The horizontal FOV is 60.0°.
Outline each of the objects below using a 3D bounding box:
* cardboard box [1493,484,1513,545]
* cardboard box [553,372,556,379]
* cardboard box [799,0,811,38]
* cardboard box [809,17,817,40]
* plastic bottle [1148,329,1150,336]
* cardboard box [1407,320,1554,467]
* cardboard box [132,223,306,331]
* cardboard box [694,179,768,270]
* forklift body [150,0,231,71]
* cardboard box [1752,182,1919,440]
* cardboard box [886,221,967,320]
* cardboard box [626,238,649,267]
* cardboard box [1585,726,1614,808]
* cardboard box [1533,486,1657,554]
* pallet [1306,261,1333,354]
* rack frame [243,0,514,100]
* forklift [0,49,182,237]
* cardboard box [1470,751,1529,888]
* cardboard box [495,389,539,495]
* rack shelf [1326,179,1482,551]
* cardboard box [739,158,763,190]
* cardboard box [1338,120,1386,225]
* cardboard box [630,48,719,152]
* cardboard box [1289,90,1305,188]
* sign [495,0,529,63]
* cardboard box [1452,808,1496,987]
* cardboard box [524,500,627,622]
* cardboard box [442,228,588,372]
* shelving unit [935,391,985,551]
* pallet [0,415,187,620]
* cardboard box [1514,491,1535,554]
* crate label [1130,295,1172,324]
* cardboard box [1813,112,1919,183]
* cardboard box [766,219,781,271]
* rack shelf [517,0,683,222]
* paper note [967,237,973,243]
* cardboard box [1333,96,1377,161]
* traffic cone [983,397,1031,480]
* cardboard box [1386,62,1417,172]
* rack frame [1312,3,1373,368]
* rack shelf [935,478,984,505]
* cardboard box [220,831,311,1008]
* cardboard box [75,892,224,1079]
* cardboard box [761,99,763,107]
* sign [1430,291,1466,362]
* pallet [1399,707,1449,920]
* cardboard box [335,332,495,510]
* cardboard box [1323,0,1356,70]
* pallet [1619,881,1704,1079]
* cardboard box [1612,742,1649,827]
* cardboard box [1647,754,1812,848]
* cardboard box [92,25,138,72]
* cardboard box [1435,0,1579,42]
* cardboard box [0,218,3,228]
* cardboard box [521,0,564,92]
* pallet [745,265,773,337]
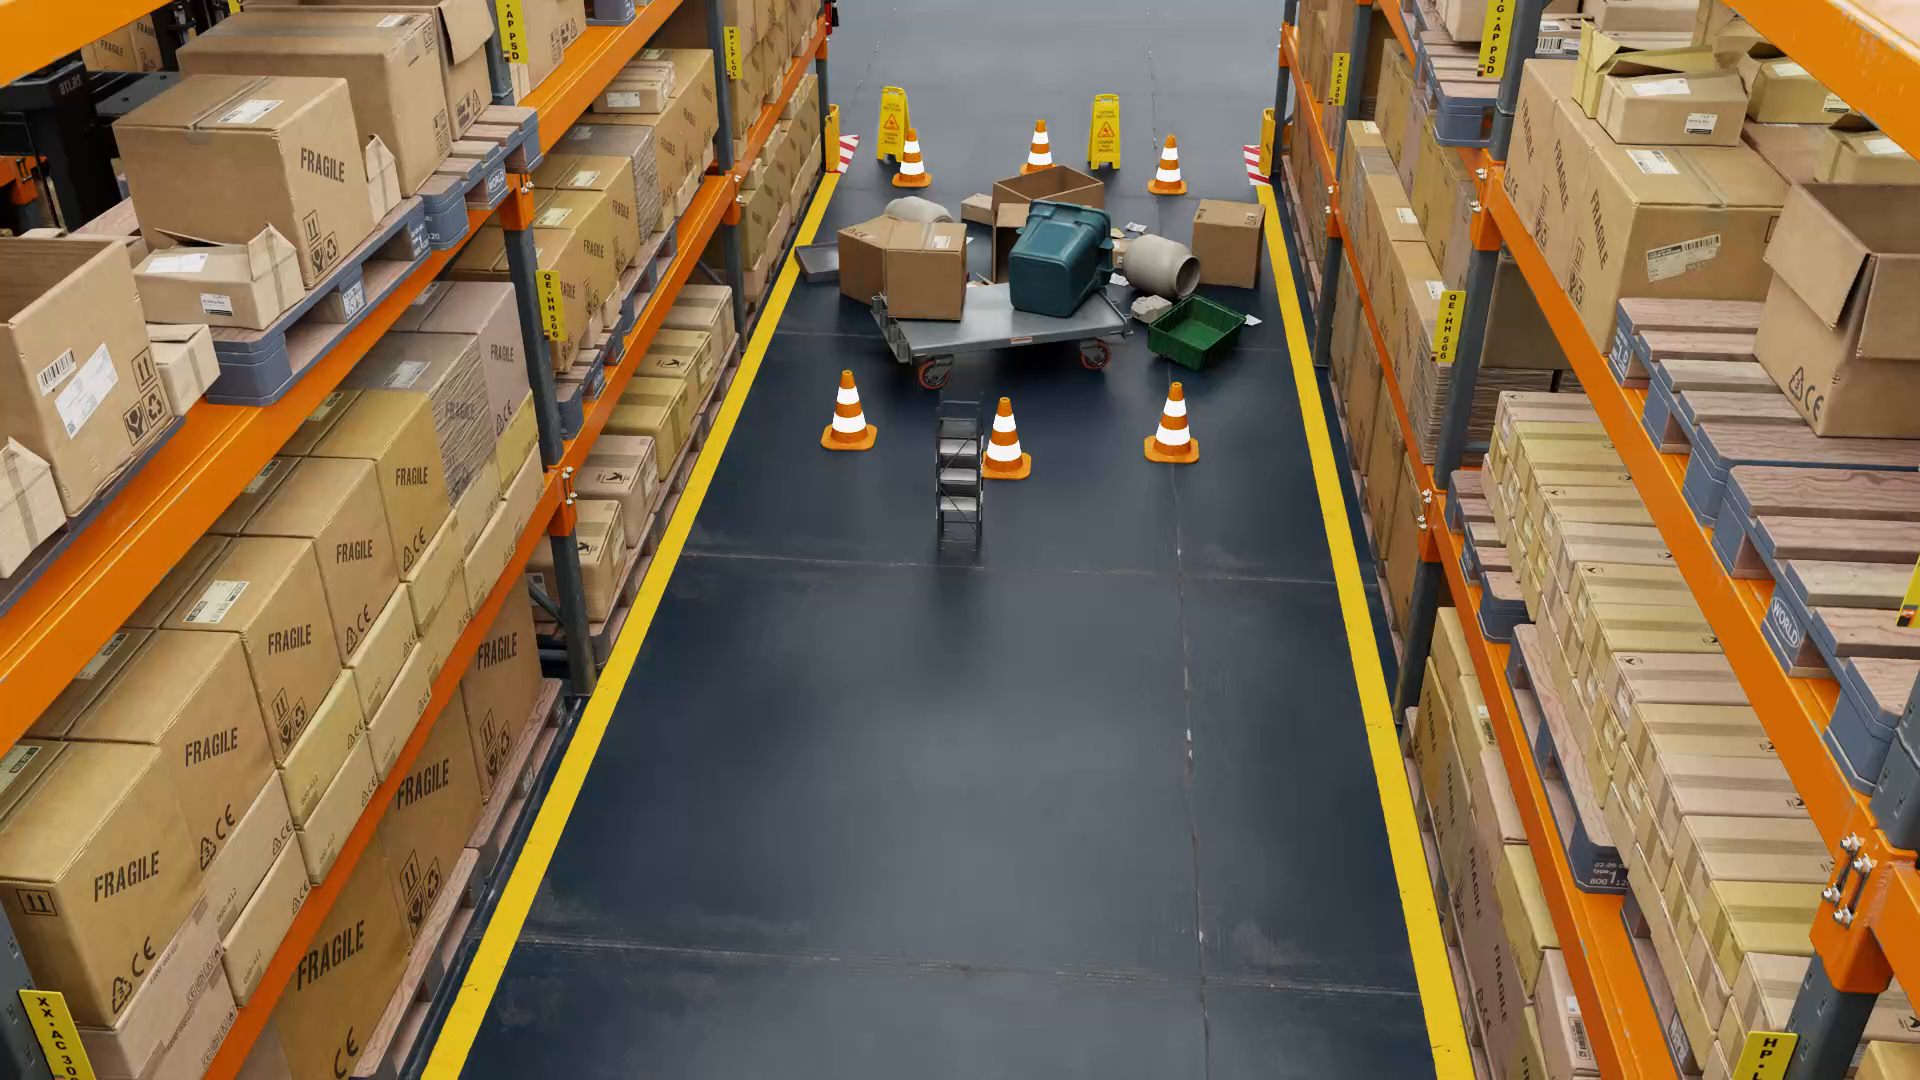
[{"bbox_3d":[2.357,-0.092,6.659,0.380,0.149,0.250,4,32,6],"label":"cardboard box"},{"bbox_3d":[-2.113,-0.778,7.773,0.380,0.149,0.250,1,32,1],"label":"cardboard box"},{"bbox_3d":[-1.489,-4.339,13.334,0.500,0.500,0.500,3,32,4],"label":"cardboard box"},{"bbox_3d":[-1.401,-4.279,13.853,0.380,0.149,0.250,2,32,3],"label":"cardboard box"},{"bbox_3d":[1.461,-1.435,11.801,0.133,0.061,0.283,-14,34,-21],"label":"plastic bottle"},{"bbox_3d":[2.386,-0.675,7.671,0.500,0.500,0.500,2,32,4],"label":"cardboard box"},{"bbox_3d":[-2.153,-0.792,4.824,0.396,0.266,0.258,5,32,8],"label":"cardboard box"},{"bbox_3d":[-1.682,-2.260,11.845,0.500,0.500,0.500,4,32,6],"label":"cardboard box"},{"bbox_3d":[-4.957,-3.507,13.170,2.313,2.155,1.214,2,32,4],"label":"forklift body"},{"bbox_3d":[2.548,-0.596,4.280,0.797,0.503,0.637,2,32,3],"label":"cardboard box"},{"bbox_3d":[-0.223,-1.834,11.307,0.500,0.500,0.500,2,32,4],"label":"cardboard box"},{"bbox_3d":[-1.934,-1.621,9.141,0.380,0.149,0.250,3,32,6],"label":"cardboard box"},{"bbox_3d":[2.229,0.737,5.315,0.380,0.149,0.250,4,32,6],"label":"cardboard box"},{"bbox_3d":[2.320,-0.070,6.057,0.380,0.149,0.250,1,32,2],"label":"cardboard box"},{"bbox_3d":[3.082,-1.684,12.062,1.003,0.211,1.213,2,32,4],"label":"pallet"},{"bbox_3d":[-2.325,-3.098,5.980,1.000,3.000,0.127,2,32,4],"label":"rack frame"},{"bbox_3d":[-4.583,-1.381,8.977,1.130,2.935,3.031,3,32,4],"label":"forklift"},{"bbox_3d":[2.225,1.054,6.228,0.500,0.250,0.500,3,32,4],"label":"cardboard box"},{"bbox_3d":[-2.111,-0.429,7.034,0.500,0.250,0.500,2,32,4],"label":"cardboard box"},{"bbox_3d":[2.779,-1.125,9.183,1.077,0.370,4.000,2,32,4],"label":"rack shelf"},{"bbox_3d":[-1.612,-2.599,11.776,0.380,0.149,0.250,3,32,5],"label":"cardboard box"},{"bbox_3d":[2.631,-2.256,10.237,0.500,0.500,0.500,3,32,5],"label":"cardboard box"},{"bbox_3d":[-1.808,-2.732,10.326,0.500,0.500,0.500,2,32,3],"label":"cardboard box"},{"bbox_3d":[3.279,-3.486,13.952,0.875,0.875,0.875,3,32,4],"label":"cardboard box"},{"bbox_3d":[-1.773,-2.047,6.565,0.100,0.325,0.005,2,32,4],"label":"sign"},{"bbox_3d":[2.230,1.390,6.397,0.500,0.500,0.500,2,32,3],"label":"cardboard box"},{"bbox_3d":[-2.269,0.101,8.612,0.950,0.372,0.625,0,32,1],"label":"cardboard box"},{"bbox_3d":[-2.058,-1.118,7.706,0.500,0.500,0.500,2,32,3],"label":"cardboard box"},{"bbox_3d":[-0.001,-0.379,9.287,0.258,0.900,0.210,2,32,4],"label":"shelving unit"},{"bbox_3d":[-2.625,-0.130,4.205,0.805,0.209,1.217,1,32,2],"label":"pallet"},{"bbox_3d":[2.339,-0.058,6.321,0.380,0.149,0.250,2,32,2],"label":"cardboard box"},{"bbox_3d":[1.400,-1.677,12.120,0.298,0.136,0.250,-20,37,-29],"label":"crate label"},{"bbox_3d":[2.758,-1.135,4.829,0.396,0.266,0.258,2,32,4],"label":"cardboard box"},{"bbox_3d":[-1.650,-2.221,12.495,0.500,0.250,0.500,4,32,7],"label":"cardboard box"},{"bbox_3d":[-2.162,-2.561,8.653,1.077,0.370,4.000,2,32,4],"label":"rack shelf"},{"bbox_3d":[0.014,-2.441,13.474,0.148,0.019,0.142,14,34,21],"label":"paper note"},{"bbox_3d":[2.960,-2.734,10.965,0.875,0.550,0.550,2,32,4],"label":"cardboard box"},{"bbox_3d":[0.268,-0.653,10.149,0.336,0.463,0.334,2,32,4],"label":"traffic cone"},{"bbox_3d":[2.868,-2.417,9.544,0.700,0.500,0.500,2,32,3],"label":"cardboard box"},{"bbox_3d":[2.942,-2.477,10.691,1.000,3.000,0.127,2,32,4],"label":"rack frame"},{"bbox_3d":[-0.001,-0.274,9.352,0.258,0.077,0.200,2,32,4],"label":"rack shelf"},{"bbox_3d":[-2.311,1.122,4.994,0.500,0.250,0.500,2,32,3],"label":"cardboard box"},{"bbox_3d":[-2.334,1.180,4.422,0.500,0.250,0.500,2,32,3],"label":"cardboard box"},{"bbox_3d":[-1.649,-3.223,12.140,0.380,0.149,0.250,2,32,4],"label":"cardboard box"},{"bbox_3d":[2.063,-0.900,7.029,0.100,0.325,0.005,2,32,4],"label":"sign"},{"bbox_3d":[2.552,1.210,7.366,1.003,0.211,1.213,2,32,4],"label":"pallet"},{"bbox_3d":[-2.140,-0.462,6.373,0.500,0.500,0.500,3,32,5],"label":"cardboard box"},{"bbox_3d":[2.936,-3.485,11.154,0.875,0.550,0.550,2,32,4],"label":"cardboard box"},{"bbox_3d":[2.498,1.394,4.592,1.003,0.211,1.213,2,32,4],"label":"pallet"},{"bbox_3d":[2.210,0.744,5.019,0.380,0.149,0.250,1,32,1],"label":"cardboard box"},{"bbox_3d":[2.194,0.750,4.727,0.380,0.149,0.250,2,32,4],"label":"cardboard box"},{"bbox_3d":[-6.585,-3.647,12.494,0.500,0.500,0.500,2,32,3],"label":"cardboard box"},{"bbox_3d":[2.403,-2.405,7.305,0.500,0.311,0.500,2,32,4],"label":"cardboard box"},{"bbox_3d":[-7.112,-2.330,12.196,0.500,0.250,0.500,2,32,3],"label":"cardboard box"},{"bbox_3d":[-2.238,-2.359,7.545,0.700,0.500,0.500,2,32,4],"label":"cardboard box"},{"bbox_3d":[-1.980,-1.801,12.252,1.003,0.211,1.213,2,32,4],"label":"pallet"}]
